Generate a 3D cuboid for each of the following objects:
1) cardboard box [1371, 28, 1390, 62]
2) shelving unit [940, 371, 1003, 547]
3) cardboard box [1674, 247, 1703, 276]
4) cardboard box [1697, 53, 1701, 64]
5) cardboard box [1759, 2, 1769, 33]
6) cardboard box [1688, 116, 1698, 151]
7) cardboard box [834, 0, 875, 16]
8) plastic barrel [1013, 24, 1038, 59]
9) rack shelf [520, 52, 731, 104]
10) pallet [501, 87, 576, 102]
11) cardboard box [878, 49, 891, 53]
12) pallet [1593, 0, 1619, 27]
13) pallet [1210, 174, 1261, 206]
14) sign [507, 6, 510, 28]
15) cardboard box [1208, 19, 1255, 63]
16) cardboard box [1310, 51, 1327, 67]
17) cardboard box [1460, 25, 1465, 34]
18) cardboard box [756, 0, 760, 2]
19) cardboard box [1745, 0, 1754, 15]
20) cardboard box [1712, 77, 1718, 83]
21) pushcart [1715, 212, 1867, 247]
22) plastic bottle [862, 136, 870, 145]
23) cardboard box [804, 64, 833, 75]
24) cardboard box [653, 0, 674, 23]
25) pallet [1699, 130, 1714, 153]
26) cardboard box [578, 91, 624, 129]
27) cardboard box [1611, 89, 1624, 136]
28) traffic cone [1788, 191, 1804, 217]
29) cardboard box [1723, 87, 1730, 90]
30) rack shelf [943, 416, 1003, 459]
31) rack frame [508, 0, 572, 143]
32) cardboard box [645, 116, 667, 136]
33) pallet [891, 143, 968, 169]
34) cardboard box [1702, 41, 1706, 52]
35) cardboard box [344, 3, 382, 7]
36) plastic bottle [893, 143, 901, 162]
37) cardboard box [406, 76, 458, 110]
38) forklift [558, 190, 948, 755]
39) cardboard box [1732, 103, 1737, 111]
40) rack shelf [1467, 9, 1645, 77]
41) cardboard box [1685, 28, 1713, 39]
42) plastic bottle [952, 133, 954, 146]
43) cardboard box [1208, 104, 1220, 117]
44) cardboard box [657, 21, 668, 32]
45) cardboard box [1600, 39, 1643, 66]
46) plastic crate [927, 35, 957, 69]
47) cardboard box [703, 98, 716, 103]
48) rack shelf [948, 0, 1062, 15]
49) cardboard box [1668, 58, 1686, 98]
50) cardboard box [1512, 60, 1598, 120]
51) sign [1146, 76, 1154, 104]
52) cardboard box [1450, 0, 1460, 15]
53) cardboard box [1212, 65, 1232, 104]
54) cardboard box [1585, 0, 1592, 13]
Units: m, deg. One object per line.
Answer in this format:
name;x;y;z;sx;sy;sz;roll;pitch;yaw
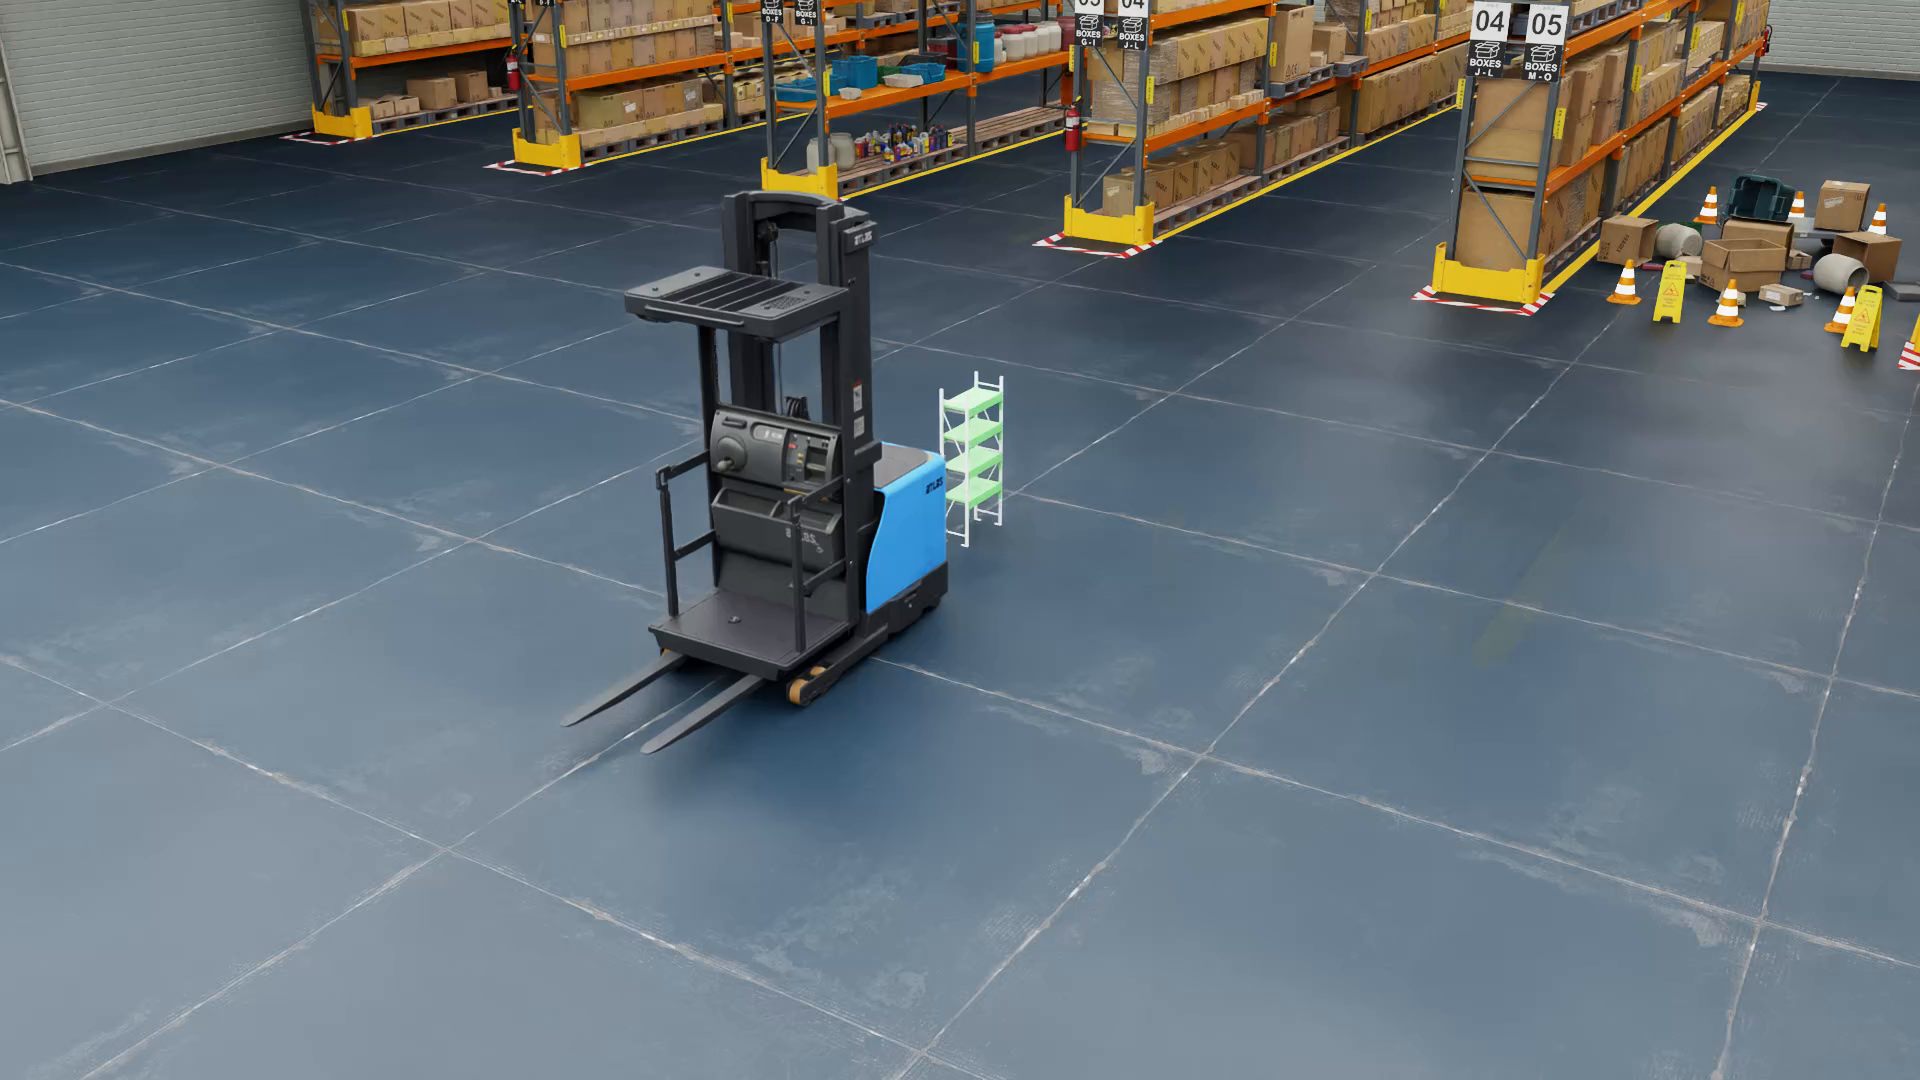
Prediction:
cardboard box;6.866;-8.317;27.895;0.500;0.500;0.500;13;27;28
shelving unit;0.087;-0.606;12.476;0.258;1.200;0.503;14;27;29
cardboard box;8.816;-3.345;19.978;0.396;0.266;0.258;20;30;38
cardboard box;11.374;-7.550;26.037;0.380;0.149;0.250;14;27;30
cardboard box;14.470;-9.593;30.468;0.500;0.500;0.500;14;27;30
cardboard box;11.387;-6.491;26.422;0.500;0.500;0.500;13;27;28
cardboard box;-2.070;-10.541;32.505;0.700;0.500;0.500;5;24;11
plastic barrel;1.096;-8.410;28.066;0.433;0.535;0.433;0;23;0
rack shelf;-5.471;-7.711;27.528;1.077;0.370;4.000;14;27;29
pallet;-8.217;-8.737;32.501;1.003;0.211;1.213;14;27;29
cardboard box;-1.739;-9.661;33.718;0.500;0.500;0.500;13;27;27
pallet;7.074;-6.217;19.508;1.003;0.211;1.213;14;27;29
pallet;3.674;-5.125;24.159;1.003;0.211;1.213;14;27;29
sign;-6.980;-8.125;25.822;0.100;0.325;0.005;14;27;29
cardboard box;3.732;-6.902;22.994;0.500;0.500;0.500;14;27;29
cardboard box;5.458;-7.501;25.777;0.396;0.266;0.258;13;27;27
cardboard box;9.340;-9.692;31.514;0.380;0.149;0.250;14;27;30
cardboard box;-4.632;-12.006;36.834;0.380;0.149;0.250;15;27;31
cardboard box;13.376;-9.350;28.649;0.500;0.500;0.500;14;27;30
cardboard box;13.880;-8.549;30.870;0.380;0.149;0.250;14;27;30
pushcart;10.454;-3.820;20.935;1.648;0.377;0.936;5;24;11
plastic bottle;-1.494;-6.117;25.814;0.152;0.276;0.135;13;27;28
cardboard box;-2.642;-8.850;31.479;0.500;0.311;0.500;13;27;28
cardboard box;-5.175;-8.867;27.533;0.700;0.500;0.500;14;27;29
pallet;11.969;-6.723;27.850;1.003;0.211;1.213;14;27;29
cardboard box;-5.792;-6.945;26.841;0.500;0.500;0.500;14;27;29
cardboard box;7.974;-5.507;21.343;0.875;0.550;0.550;14;27;29
traffic cone;11.185;-4.418;22.208;0.336;0.463;0.334;14;27;29
cardboard box;13.419;-7.943;29.469;0.380;0.149;0.250;13;26;27
rack shelf;0.087;-0.768;12.406;0.258;0.148;0.480;14;27;29
rack frame;-6.526;-7.366;25.826;1.000;3.000;0.127;14;27;29
cardboard box;-5.262;-6.938;27.768;0.500;0.250;0.500;14;27;29
pallet;-0.600;-6.179;26.594;1.003;0.211;1.213;14;27;29
cardboard box;11.511;-7.778;26.189;0.380;0.149;0.250;15;28;31
cardboard box;-10.395;-9.059;28.956;0.500;0.500;0.500;14;27;30
plastic bottle;-0.964;-5.902;25.308;0.061;0.283;0.133;14;27;30
cardboard box;-9.565;-8.102;30.118;0.700;0.500;0.500;12;26;26
forklift;-1.262;-0.531;10.124;1.130;2.935;3.031;13;27;28
cardboard box;13.764;-7.826;29.948;0.380;0.149;0.250;14;27;30
rack shelf;7.103;-5.937;19.654;1.077;0.370;4.000;14;27;29
cardboard box;11.783;-8.091;26.539;0.380;0.149;0.250;13;27;27
plastic bottle;-0.137;-6.407;26.579;0.097;0.201;0.097;0;23;0
cardboard box;3.331;-5.887;22.724;0.380;0.149;0.250;14;27;29
cardboard box;-5.049;-8.495;27.491;0.380;0.149;0.250;15;27;30
cardboard box;8.685;-6.413;22.240;0.700;0.500;0.500;13;27;28
plastic crate;-0.214;-7.934;27.057;0.402;0.464;0.583;14;27;29
cardboard box;-4.444;-7.848;29.871;0.500;0.250;0.500;14;27;28
rack shelf;0.859;-11.761;36.884;1.077;0.370;4.000;14;27;29
cardboard box;10.259;-6.753;24.284;0.500;0.500;0.500;14;27;29
cardboard box;6.900;-5.263;19.418;0.875;0.550;0.550;14;27;29
sign;2.349;-5.573;20.593;0.100;0.325;0.005;14;27;29
cardboard box;8.954;-10.024;30.835;0.500;0.500;0.500;14;27;29
cardboard box;3.236;-6.331;22.935;0.875;0.500;0.500;14;27;29
cardboard box;6.768;-5.935;18.405;0.380;0.149;0.250;14;27;29
